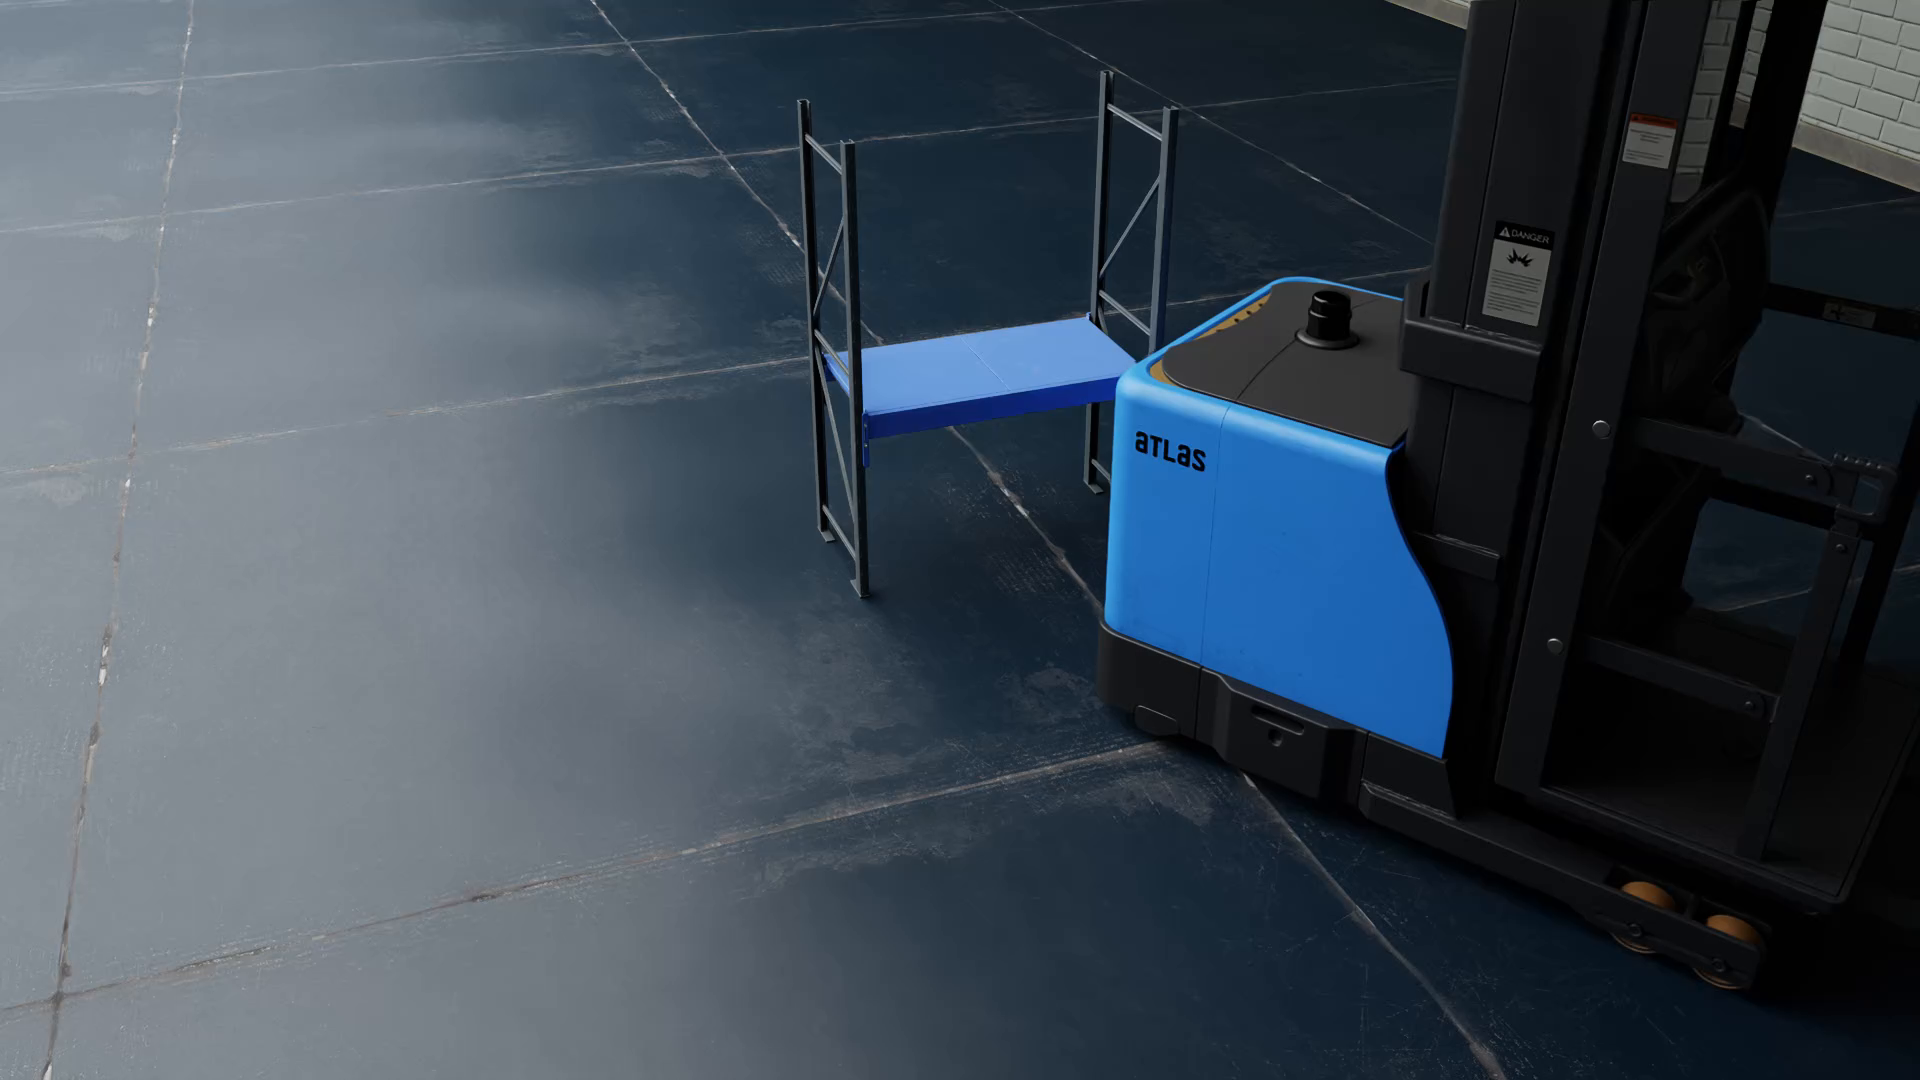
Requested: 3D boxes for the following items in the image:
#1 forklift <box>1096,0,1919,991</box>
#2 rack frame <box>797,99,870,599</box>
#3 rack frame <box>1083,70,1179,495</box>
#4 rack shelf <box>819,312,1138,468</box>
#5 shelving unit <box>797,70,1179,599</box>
[{"bbox_3d":[1.875,-0.521,3.704,3.031,2.935,1.130,21,36,32],"label":"forklift"},{"bbox_3d":[-0.396,-0.579,5.251,0.032,1.500,0.500,-10,31,-18],"label":"rack frame"},{"bbox_3d":[0.556,-0.754,5.559,0.032,1.500,0.500,-10,31,-18],"label":"rack frame"},{"bbox_3d":[0.080,-0.510,5.494,1.000,0.185,0.538,-10,31,-18],"label":"rack shelf"},{"bbox_3d":[0.080,-0.666,5.405,1.048,1.500,0.538,-10,31,-18],"label":"shelving unit"}]
